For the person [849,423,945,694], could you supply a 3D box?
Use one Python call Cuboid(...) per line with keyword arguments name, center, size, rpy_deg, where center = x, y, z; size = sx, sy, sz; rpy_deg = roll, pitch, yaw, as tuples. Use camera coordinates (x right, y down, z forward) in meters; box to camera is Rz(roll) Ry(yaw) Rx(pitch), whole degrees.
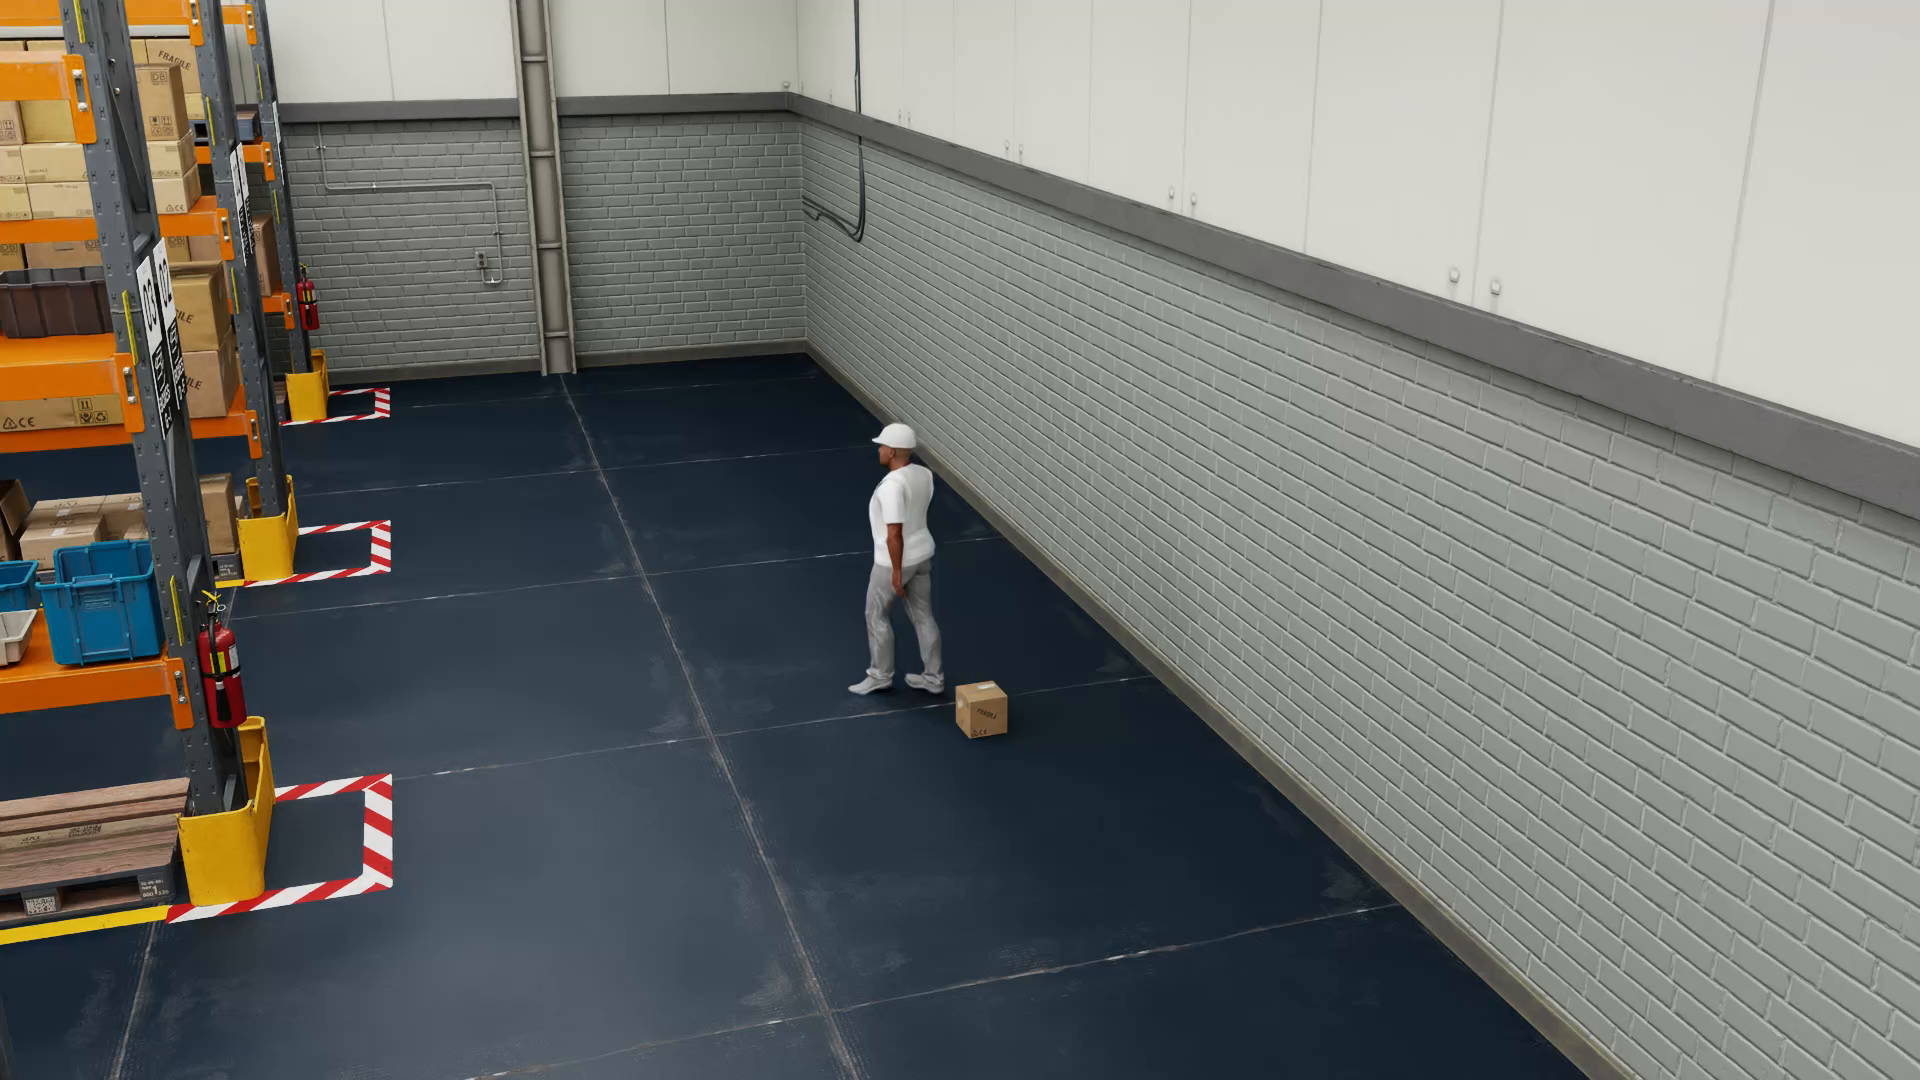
Cuboid(name="person", center=(-0.349, 0.144, 10.628), size=(0.613, 1.799, 0.567), rpy_deg=(13, 23, 33))
